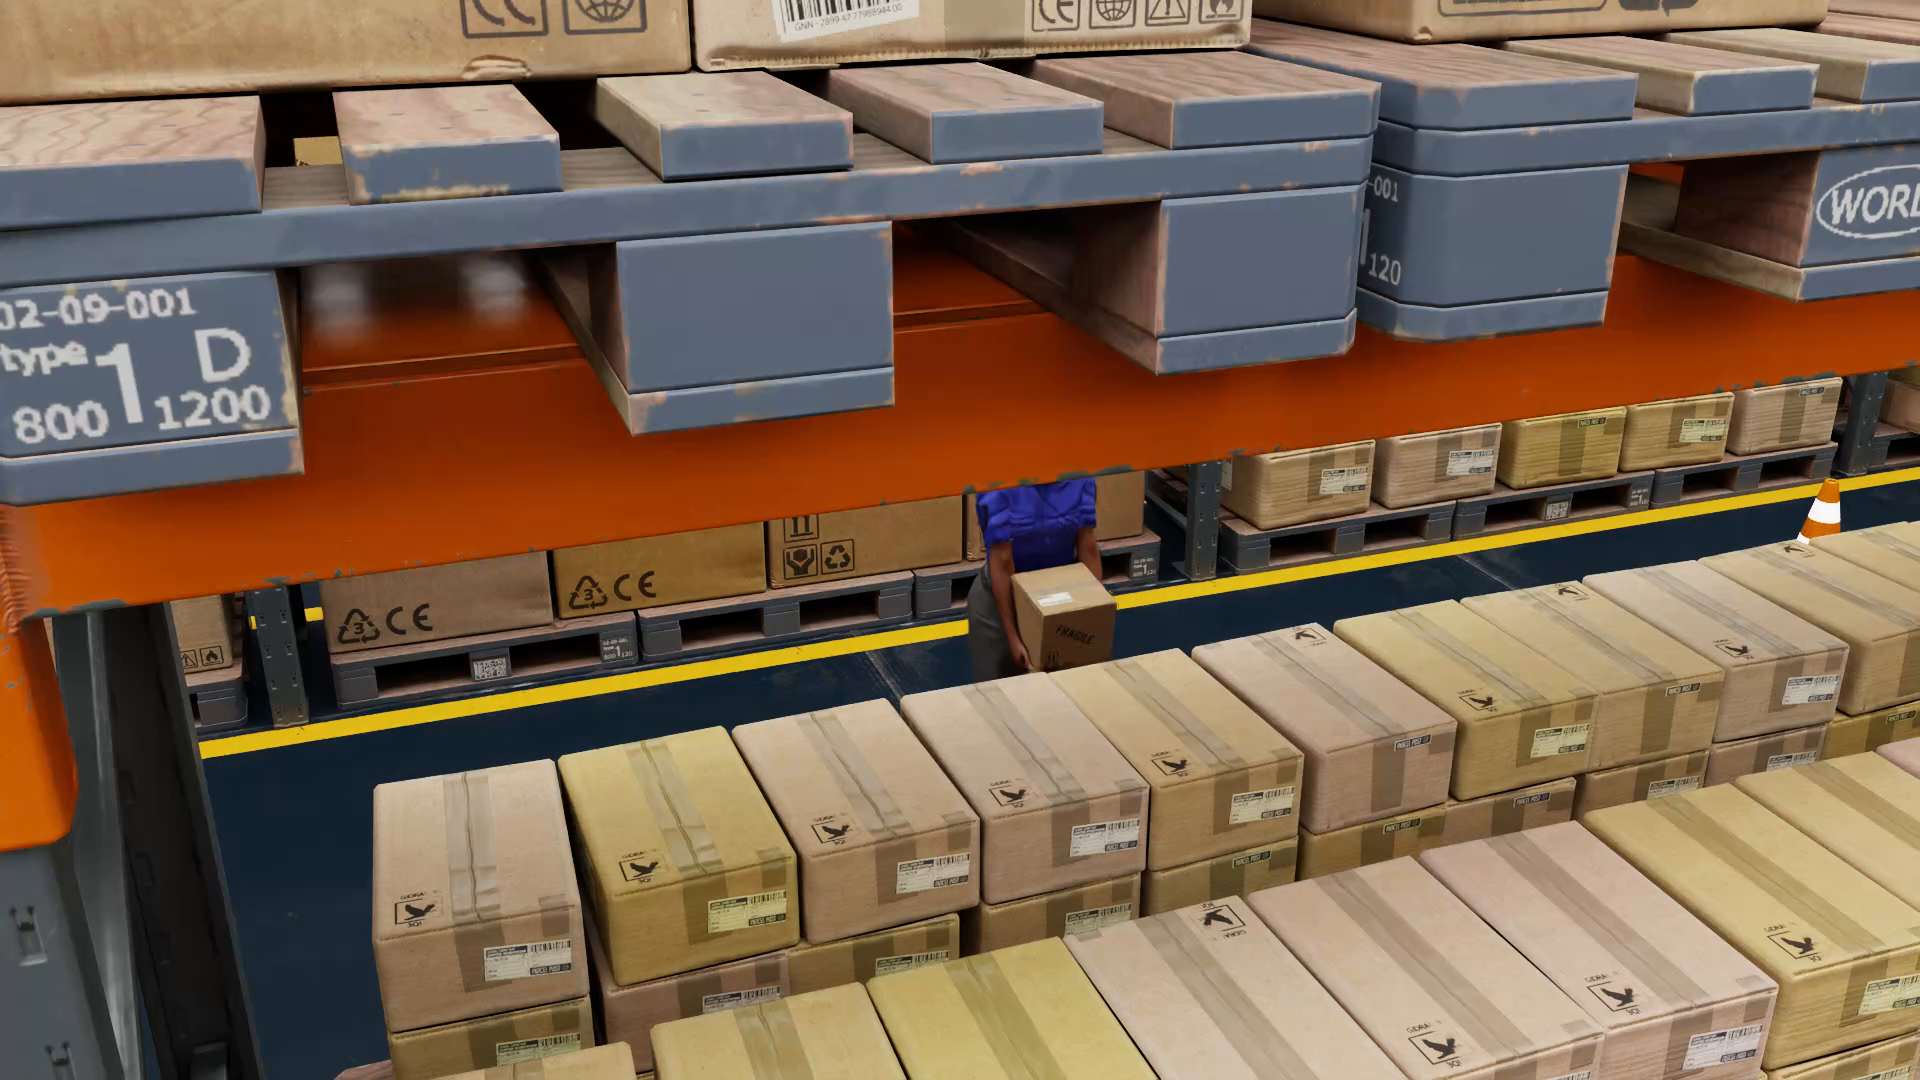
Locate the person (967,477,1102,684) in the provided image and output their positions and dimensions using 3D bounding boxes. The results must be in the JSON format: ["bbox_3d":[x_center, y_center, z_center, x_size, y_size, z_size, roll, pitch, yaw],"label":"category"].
[{"bbox_3d":[0.259,0.279,5.452,0.412,1.652,0.522,-9,24,-20],"label":"person"}]
